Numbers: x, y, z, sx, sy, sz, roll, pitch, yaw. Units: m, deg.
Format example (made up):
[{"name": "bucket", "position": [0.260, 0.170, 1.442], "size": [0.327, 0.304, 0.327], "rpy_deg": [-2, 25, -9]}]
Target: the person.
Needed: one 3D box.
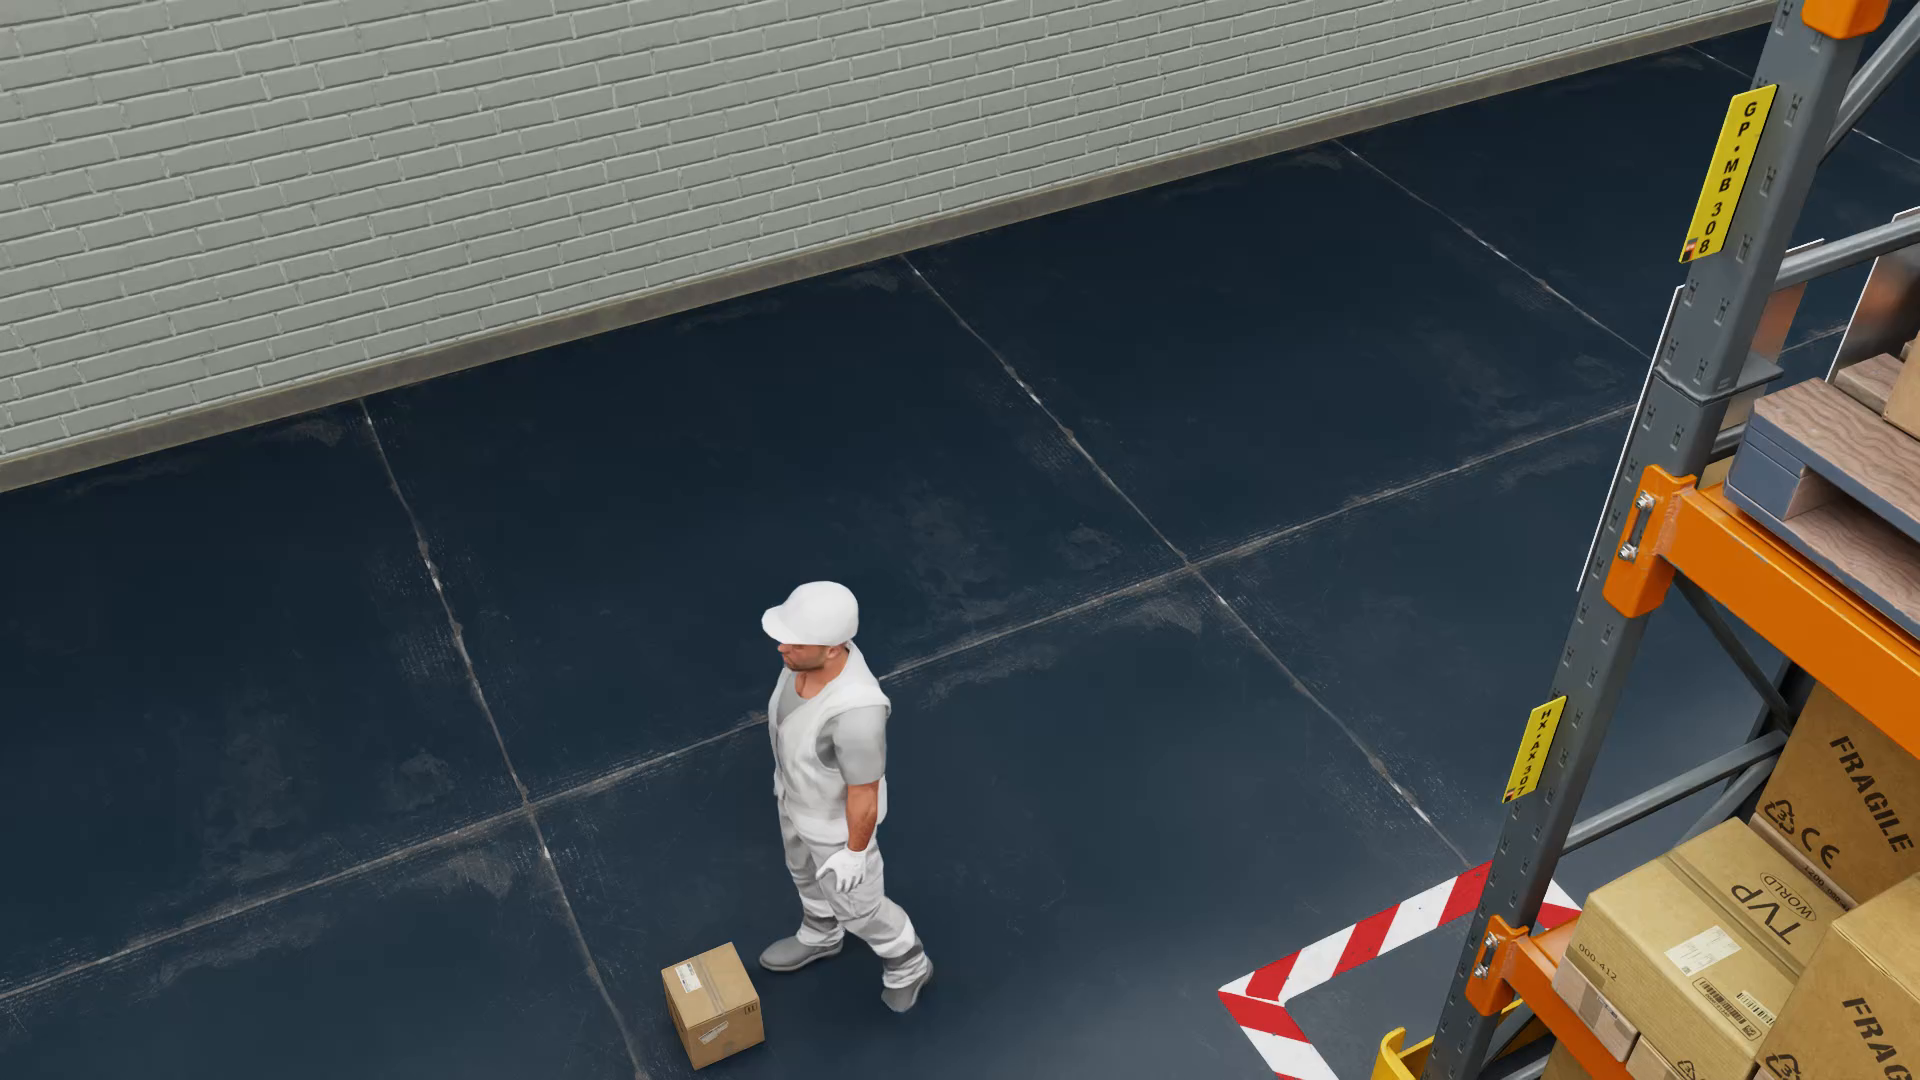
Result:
[{"name": "person", "position": [-0.396, 0.853, 5.217], "size": [0.525, 1.879, 0.541], "rpy_deg": [-18, 44, -19]}]
